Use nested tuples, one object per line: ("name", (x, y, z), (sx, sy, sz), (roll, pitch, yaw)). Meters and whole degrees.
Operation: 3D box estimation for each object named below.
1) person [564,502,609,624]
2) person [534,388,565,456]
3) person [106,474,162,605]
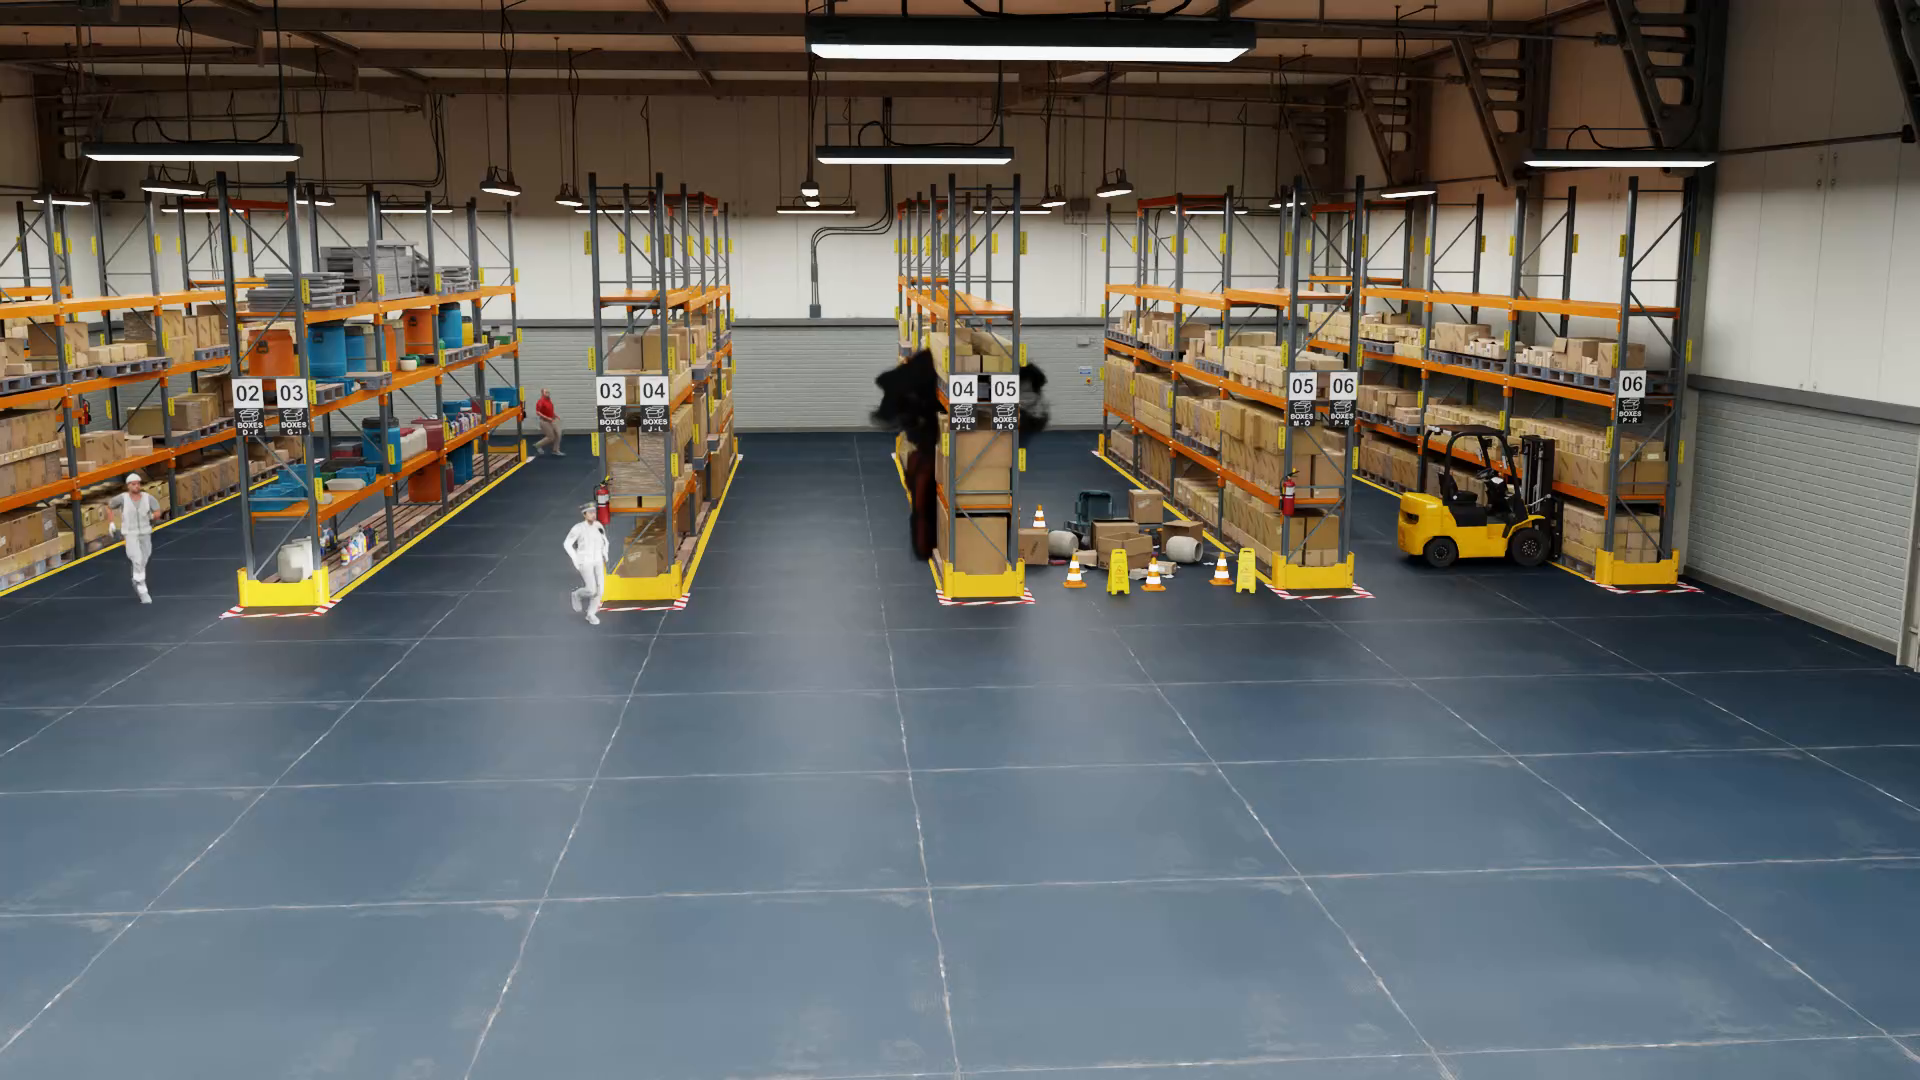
("person", (-4.984, 0.297, 22.362), (0.627, 1.653, 0.563), (-10, 14, -44))
("person", (-9.960, -2.831, 40.006), (0.660, 1.677, 0.702), (3, 10, 15))
("person", (-11.736, -0.041, 23.709), (0.894, 1.836, 0.650), (10, 14, 44))
